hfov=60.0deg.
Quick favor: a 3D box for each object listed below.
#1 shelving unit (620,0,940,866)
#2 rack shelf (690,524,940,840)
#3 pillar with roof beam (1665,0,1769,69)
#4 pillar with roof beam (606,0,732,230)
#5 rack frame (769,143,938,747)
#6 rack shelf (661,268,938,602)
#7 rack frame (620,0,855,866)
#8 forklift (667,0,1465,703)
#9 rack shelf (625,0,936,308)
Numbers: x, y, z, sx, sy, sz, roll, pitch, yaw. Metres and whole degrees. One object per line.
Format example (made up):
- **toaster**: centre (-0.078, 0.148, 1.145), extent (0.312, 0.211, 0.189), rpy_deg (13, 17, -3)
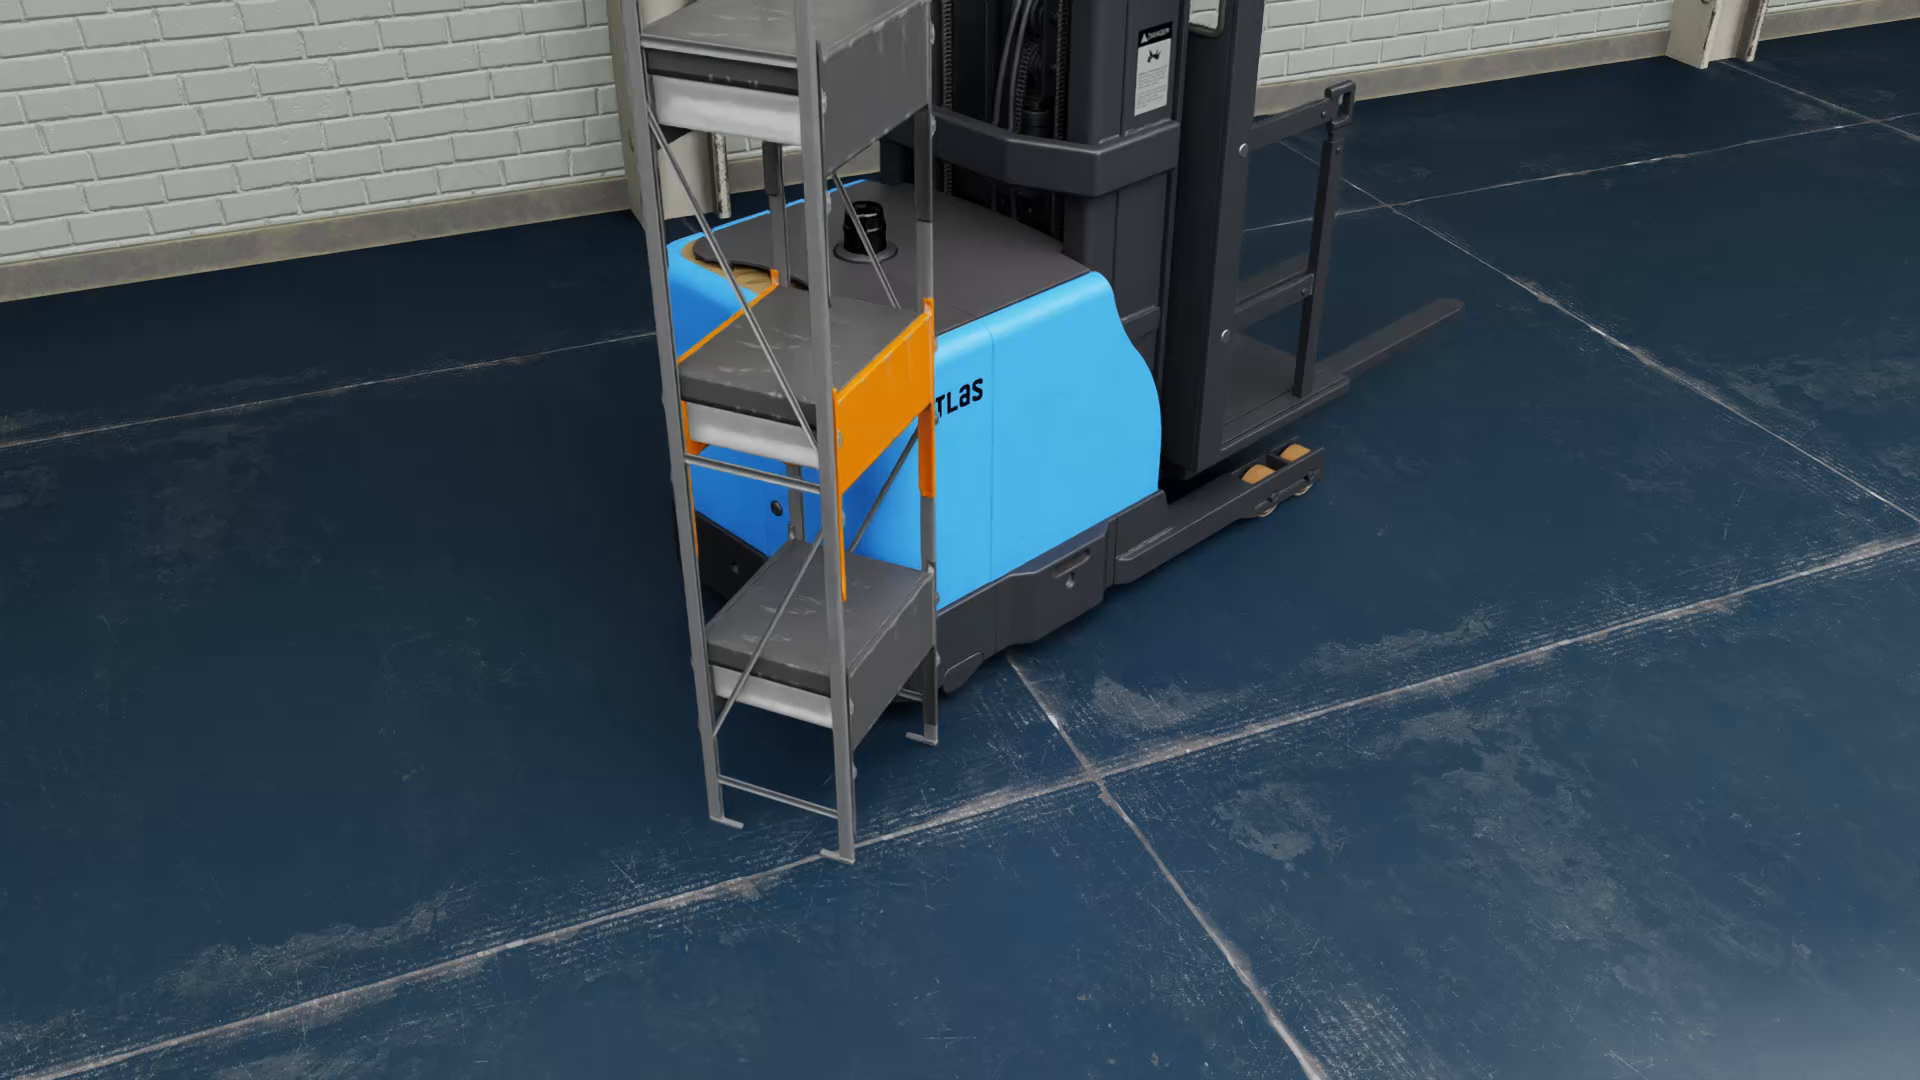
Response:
- **shelving unit**: centre (-0.343, -0.258, 3.721), extent (0.431, 2.100, 0.503), rpy_deg (13, 35, 20)
- **rack shelf**: centre (-0.343, 0.340, 4.111), extent (0.431, 0.518, 0.480), rpy_deg (13, 35, 20)
- **pillar with roof beam**: centre (5.930, -4.363, 3.705), extent (0.400, 9.000, 9.100), rpy_deg (-13, 35, -19)
- **pillar with roof beam**: centre (0.398, -3.096, 1.758), extent (0.400, 9.000, 9.100), rpy_deg (-13, 35, -19)
- **rack frame**: centre (-0.245, -0.380, 3.909), extent (0.400, 2.100, 0.015), rpy_deg (13, 35, 20)
- **rack shelf**: centre (-0.343, -0.247, 3.729), extent (0.431, 0.518, 0.480), rpy_deg (13, 35, 20)
- **rack frame**: centre (-0.441, -0.136, 3.534), extent (0.400, 2.100, 0.015), rpy_deg (13, 35, 20)
- **forklift**: centre (0.558, -1.485, 4.846), extent (3.031, 2.935, 1.130), rpy_deg (-28, 42, -35)
- **rack shelf**: centre (-0.343, -0.833, 3.347), extent (0.431, 0.518, 0.480), rpy_deg (13, 35, 20)
